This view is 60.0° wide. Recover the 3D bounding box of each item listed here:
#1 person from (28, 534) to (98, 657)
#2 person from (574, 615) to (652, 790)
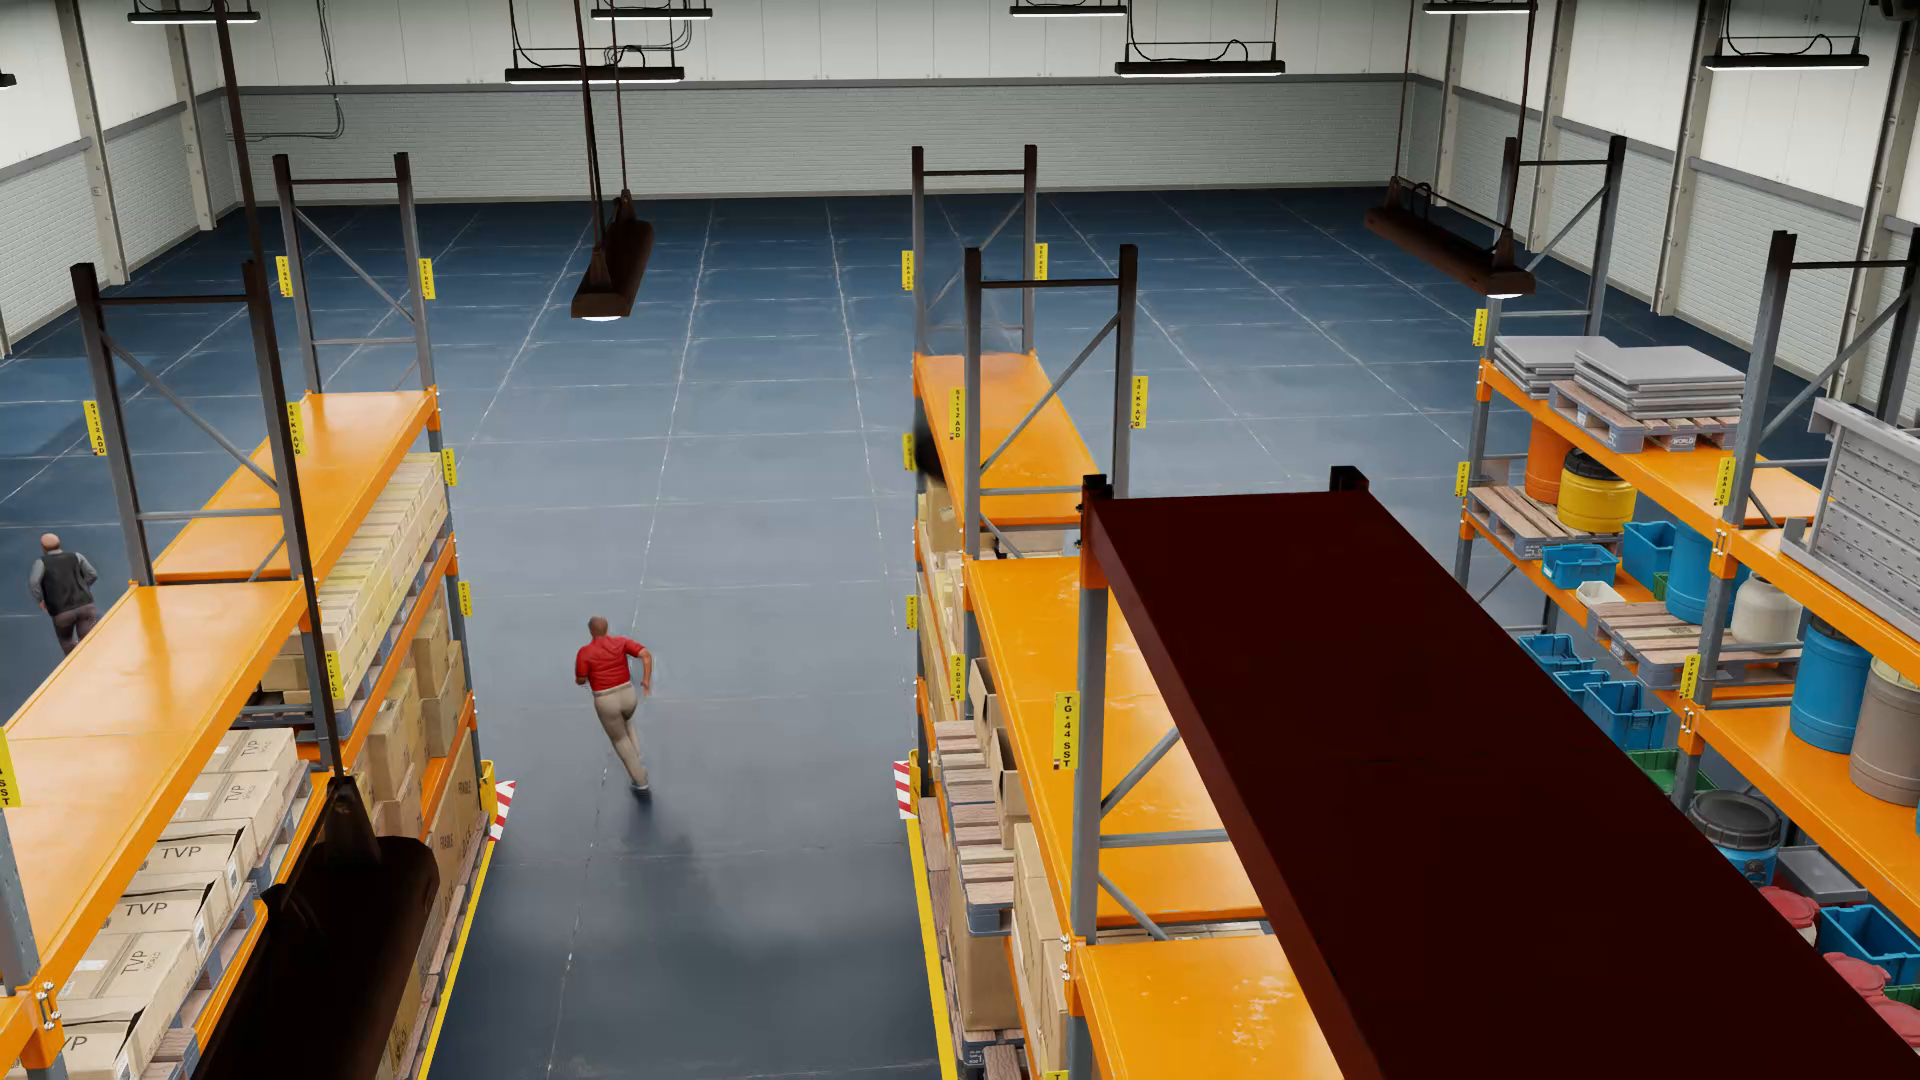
[{"bbox_3d":[-9.256,0.816,17.403,1.009,1.680,0.696,18,28,37],"label":"person"},{"bbox_3d":[-3.213,1.559,15.506,0.643,1.777,0.827,-16,26,-34],"label":"person"}]
